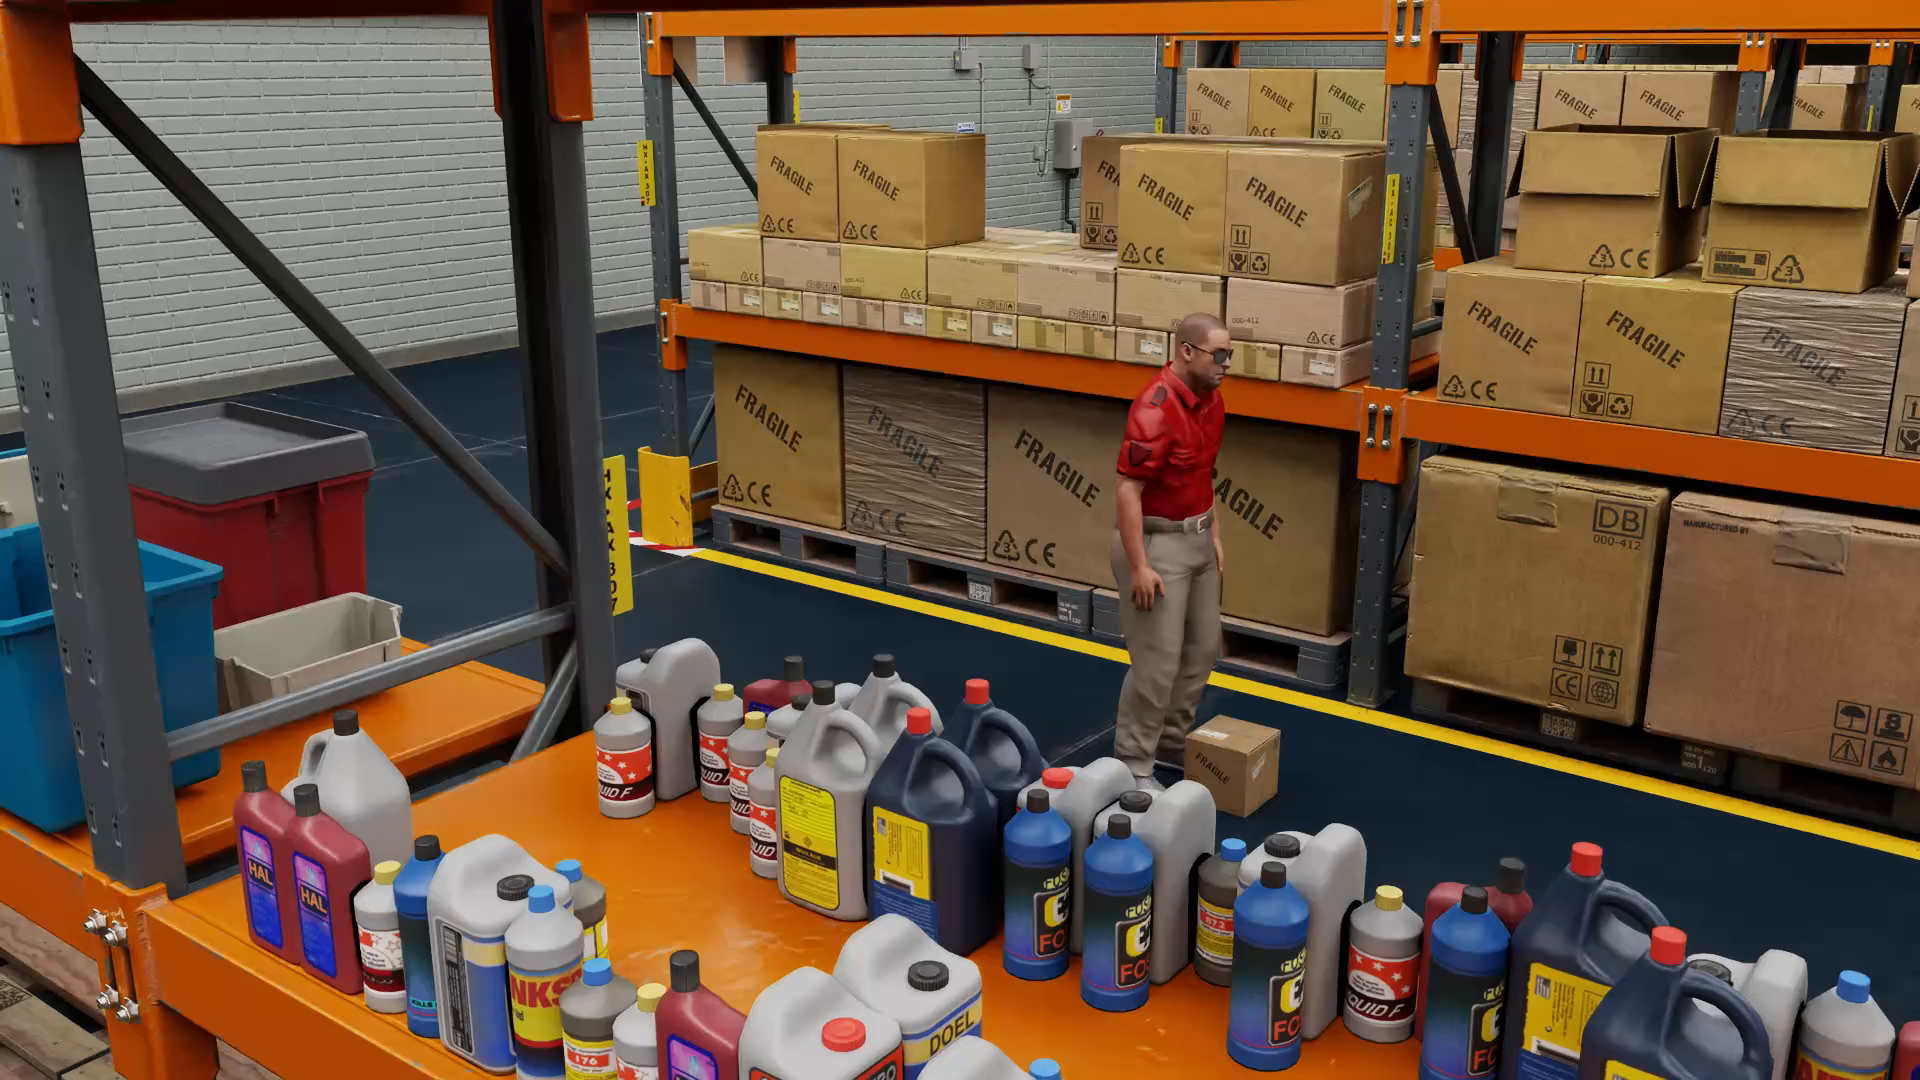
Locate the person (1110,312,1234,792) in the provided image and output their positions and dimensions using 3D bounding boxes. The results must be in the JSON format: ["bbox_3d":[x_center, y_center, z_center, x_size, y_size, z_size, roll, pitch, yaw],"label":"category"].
[{"bbox_3d":[0.757,0.057,5.868,0.396,1.726,0.576,12,20,35],"label":"person"}]
